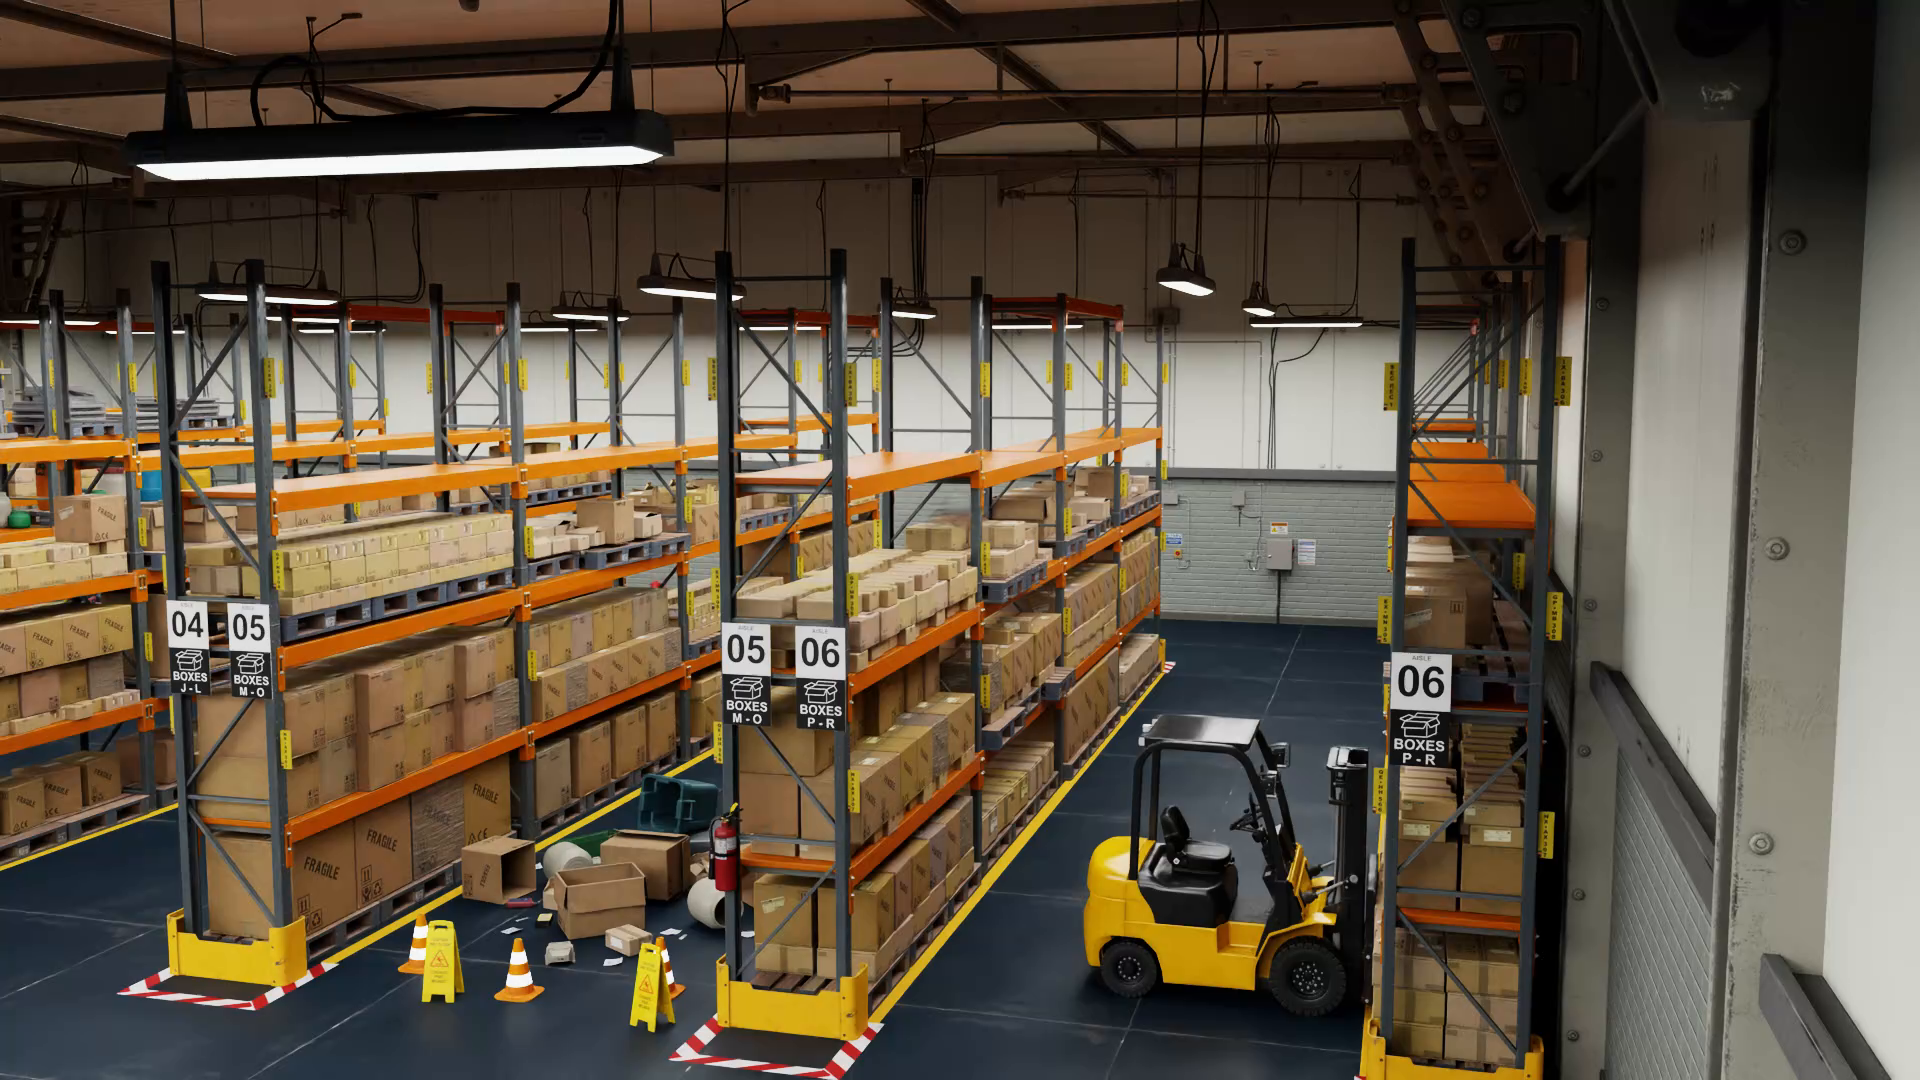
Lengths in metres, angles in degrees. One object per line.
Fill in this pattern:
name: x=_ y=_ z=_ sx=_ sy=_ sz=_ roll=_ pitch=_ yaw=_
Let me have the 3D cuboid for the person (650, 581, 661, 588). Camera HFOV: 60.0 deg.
person: x=-4.883 y=1.073 z=26.872 sx=0.649 sy=0.851 sz=0.491 roll=3 pitch=7 yaw=23
